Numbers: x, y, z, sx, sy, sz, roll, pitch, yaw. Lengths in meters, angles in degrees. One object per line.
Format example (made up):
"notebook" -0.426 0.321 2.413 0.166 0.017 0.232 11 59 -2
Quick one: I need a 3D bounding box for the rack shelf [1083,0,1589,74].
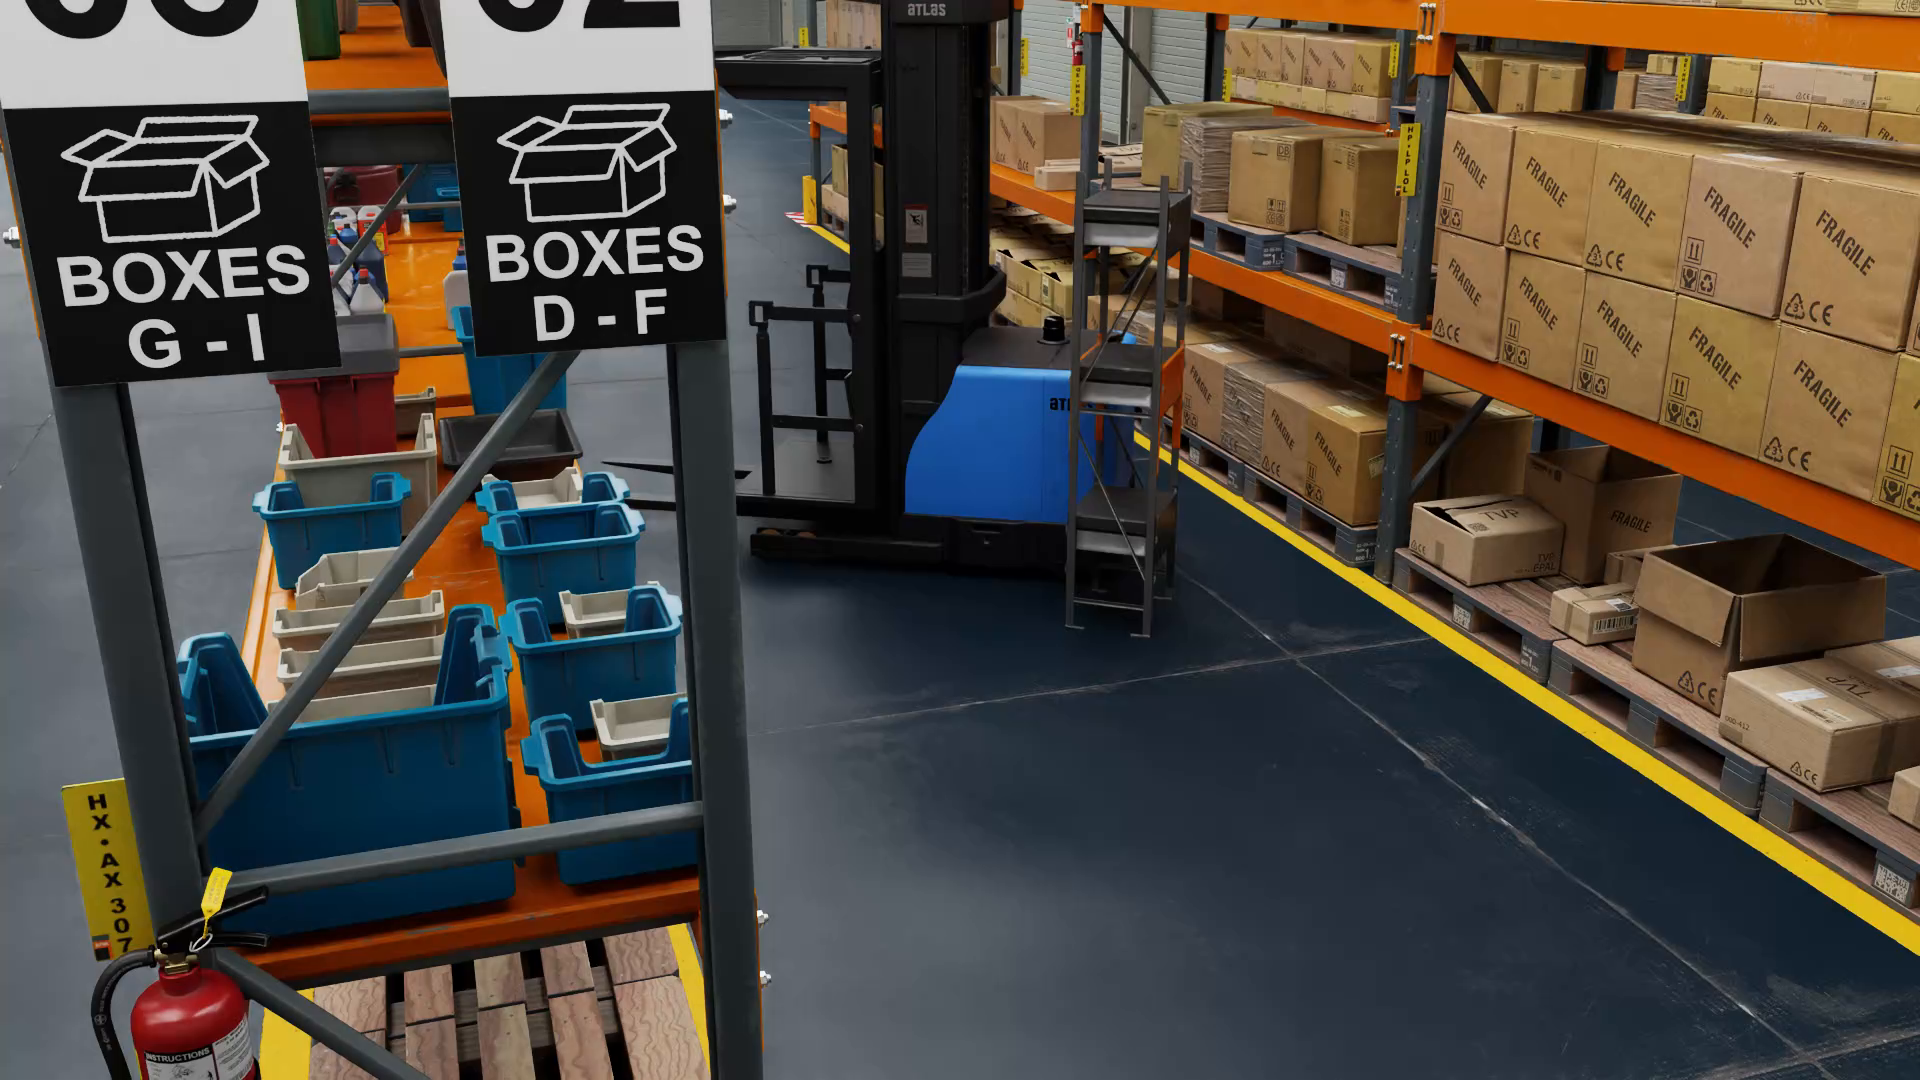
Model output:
"rack shelf" 1.945 -2.968 9.369 1.077 0.370 4.000 -6 21 -17

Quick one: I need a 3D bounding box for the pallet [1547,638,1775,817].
"pallet" 3.176 0.672 6.733 1.003 0.211 1.213 -6 21 -17

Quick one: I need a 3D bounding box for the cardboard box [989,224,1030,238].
"cardboard box" 0.269 -2.501 14.060 0.500 0.311 0.500 -7 21 -19

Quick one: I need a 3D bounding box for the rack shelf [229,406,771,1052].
"rack shelf" -1.501 0.253 4.840 1.077 0.370 4.000 -6 21 -17

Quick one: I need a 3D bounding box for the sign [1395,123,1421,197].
"sign" 2.048 -1.738 7.604 0.100 0.325 0.005 -6 21 -17

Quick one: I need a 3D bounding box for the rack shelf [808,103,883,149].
"rack shelf" -0.569 -4.123 17.023 1.077 0.370 4.000 -6 21 -17

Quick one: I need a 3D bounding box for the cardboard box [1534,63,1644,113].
"cardboard box" 5.448 -3.865 14.442 0.700 0.500 0.500 -6 21 -17

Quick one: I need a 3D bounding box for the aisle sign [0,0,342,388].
"aisle sign" -1.128 -0.613 2.341 0.394 0.787 0.004 -6 21 -17

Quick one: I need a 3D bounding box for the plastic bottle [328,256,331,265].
"plastic bottle" -3.065 -1.231 8.079 0.061 0.283 0.133 -6 21 -17

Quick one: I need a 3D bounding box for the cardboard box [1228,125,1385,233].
"cardboard box" 1.960 -2.058 9.439 0.700 0.500 0.500 -12 23 -31

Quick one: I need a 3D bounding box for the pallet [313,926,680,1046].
"pallet" -1.474 1.209 5.239 1.003 0.211 1.213 -6 21 -17

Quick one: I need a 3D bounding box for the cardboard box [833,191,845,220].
"cardboard box" -1.080 -3.652 18.092 0.500 0.250 0.500 -6 21 -17

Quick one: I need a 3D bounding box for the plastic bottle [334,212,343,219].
"plastic bottle" -3.547 -1.737 9.507 0.097 0.271 0.097 0 20 0

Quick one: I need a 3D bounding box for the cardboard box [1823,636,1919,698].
"cardboard box" 3.615 0.592 6.247 0.500 0.250 0.500 -6 21 -17

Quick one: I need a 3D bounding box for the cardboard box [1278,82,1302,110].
"cardboard box" 3.844 -4.888 18.280 0.500 0.250 0.500 -6 21 -17

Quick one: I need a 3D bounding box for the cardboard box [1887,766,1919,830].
"cardboard box" 3.385 0.869 5.599 0.380 0.166 0.250 -6 21 -17

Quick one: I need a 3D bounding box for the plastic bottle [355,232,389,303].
"plastic bottle" -2.973 -1.378 8.387 0.144 0.351 0.185 -6 21 -17

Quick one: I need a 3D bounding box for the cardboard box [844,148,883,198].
"cardboard box" -0.912 -3.845 17.521 0.500 0.500 0.500 -6 21 -17

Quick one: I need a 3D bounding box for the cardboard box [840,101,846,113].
"cardboard box" -0.893 -4.832 17.783 0.700 0.500 0.500 -6 21 -16

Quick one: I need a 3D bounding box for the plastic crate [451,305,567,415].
"plastic crate" -1.659 -0.635 6.182 0.392 0.384 0.575 -6 21 -17

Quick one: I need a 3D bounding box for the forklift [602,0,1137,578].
"forklift" -0.618 -1.422 8.540 3.031 2.935 1.130 4 20 11

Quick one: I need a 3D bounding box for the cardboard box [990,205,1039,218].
"cardboard box" 0.459 -2.888 15.137 0.500 0.311 0.500 -6 21 -17

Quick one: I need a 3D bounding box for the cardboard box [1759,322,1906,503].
"cardboard box" 3.114 -0.458 5.606 0.500 0.500 0.500 -6 21 -17

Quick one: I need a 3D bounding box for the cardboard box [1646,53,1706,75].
"cardboard box" 5.766 -3.833 13.391 0.380 0.149 0.250 -10 22 -26

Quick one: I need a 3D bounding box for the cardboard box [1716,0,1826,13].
"cardboard box" 2.961 -1.930 5.637 0.500 0.250 0.500 -6 21 -17

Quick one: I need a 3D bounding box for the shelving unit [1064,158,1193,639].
"shelving unit" 0.763 -0.634 7.576 0.431 2.100 0.503 7 21 18

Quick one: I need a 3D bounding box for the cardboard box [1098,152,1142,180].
"cardboard box" 1.244 -2.616 11.894 0.500 0.311 0.500 -5 20 -14

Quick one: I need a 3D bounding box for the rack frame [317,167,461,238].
"rack frame" -3.387 -2.011 10.079 1.000 3.000 0.127 -6 21 -17

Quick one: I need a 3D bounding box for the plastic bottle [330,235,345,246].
"plastic bottle" -3.287 -1.472 8.768 0.097 0.271 0.097 0 20 0

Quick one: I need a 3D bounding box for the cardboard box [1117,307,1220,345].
"cardboard box" 1.358 -1.223 10.932 0.500 0.500 0.500 -7 21 -19

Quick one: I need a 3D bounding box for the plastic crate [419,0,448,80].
"plastic crate" -0.729 -0.947 2.873 0.497 0.269 0.590 -6 21 -17

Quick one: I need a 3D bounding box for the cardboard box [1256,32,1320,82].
"cardboard box" 3.671 -5.412 18.629 0.500 0.500 0.500 -7 21 -19

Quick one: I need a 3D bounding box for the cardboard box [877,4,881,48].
"cardboard box" -0.403 -4.942 16.172 0.700 0.500 0.500 -6 21 -17

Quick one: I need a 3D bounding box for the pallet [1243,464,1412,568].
"pallet" 2.283 -0.197 9.154 1.003 0.211 1.213 -6 21 -17

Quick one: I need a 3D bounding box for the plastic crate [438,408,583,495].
"plastic crate" -1.523 -0.296 5.621 0.437 0.125 0.590 -6 21 -17

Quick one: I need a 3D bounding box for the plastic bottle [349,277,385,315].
"plastic bottle" -2.592 -0.980 7.281 0.144 0.351 0.185 -6 21 -17

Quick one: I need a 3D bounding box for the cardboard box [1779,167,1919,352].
"cardboard box" 3.103 -0.928 5.437 0.500 0.500 0.500 -6 21 -16

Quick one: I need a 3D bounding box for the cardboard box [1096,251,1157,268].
"cardboard box" 1.258 -2.071 12.862 0.500 0.311 0.500 -7 21 -19

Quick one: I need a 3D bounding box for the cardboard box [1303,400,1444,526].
"cardboard box" 2.147 -0.411 8.671 0.500 0.500 0.500 -7 21 -17

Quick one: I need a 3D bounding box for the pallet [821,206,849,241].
"pallet" -0.918 -3.550 18.489 1.003 0.211 1.213 -6 21 -17

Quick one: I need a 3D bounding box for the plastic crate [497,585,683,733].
"plastic crate" -0.844 0.281 3.856 0.416 0.233 0.300 -6 21 -17

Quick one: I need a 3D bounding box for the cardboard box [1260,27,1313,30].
"cardboard box" 3.854 -5.794 19.694 0.500 0.500 0.500 -7 21 -18

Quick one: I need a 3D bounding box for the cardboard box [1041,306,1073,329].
"cardboard box" 0.920 -1.583 12.333 0.500 0.250 0.500 -6 21 -16

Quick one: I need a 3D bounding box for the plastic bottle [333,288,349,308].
"plastic bottle" -2.729 -0.965 7.238 0.144 0.351 0.185 -6 21 -17

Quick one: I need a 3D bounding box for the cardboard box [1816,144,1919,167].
"cardboard box" 3.458 -1.148 6.049 0.500 0.500 0.500 -7 21 -18

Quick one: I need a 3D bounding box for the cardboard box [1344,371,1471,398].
"cardboard box" 2.475 -0.635 9.293 0.500 0.500 0.500 -6 21 -16

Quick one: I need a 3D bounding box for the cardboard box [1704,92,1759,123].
"cardboard box" 5.928 -3.077 12.429 0.500 0.500 0.500 -6 21 -16

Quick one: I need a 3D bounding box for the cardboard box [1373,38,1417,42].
"cardboard box" 4.653 -4.979 17.424 0.500 0.500 0.500 -7 21 -18

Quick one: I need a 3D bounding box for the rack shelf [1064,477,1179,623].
"rack shelf" 0.763 0.037 7.818 0.431 0.518 0.480 7 21 18

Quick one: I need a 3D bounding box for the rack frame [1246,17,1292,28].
"rack frame" 3.504 -5.631 20.157 1.000 3.000 0.127 -6 21 -17

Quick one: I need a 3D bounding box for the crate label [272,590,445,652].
"crate label" -1.489 0.228 4.146 0.396 0.136 0.243 -6 21 -17

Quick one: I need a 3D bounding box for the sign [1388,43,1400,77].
"sign" 4.248 -4.695 16.270 0.100 0.325 0.005 -6 21 -17

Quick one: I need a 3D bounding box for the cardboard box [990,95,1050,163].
"cardboard box" 0.451 -3.450 13.936 0.500 0.500 0.500 -5 20 -13
